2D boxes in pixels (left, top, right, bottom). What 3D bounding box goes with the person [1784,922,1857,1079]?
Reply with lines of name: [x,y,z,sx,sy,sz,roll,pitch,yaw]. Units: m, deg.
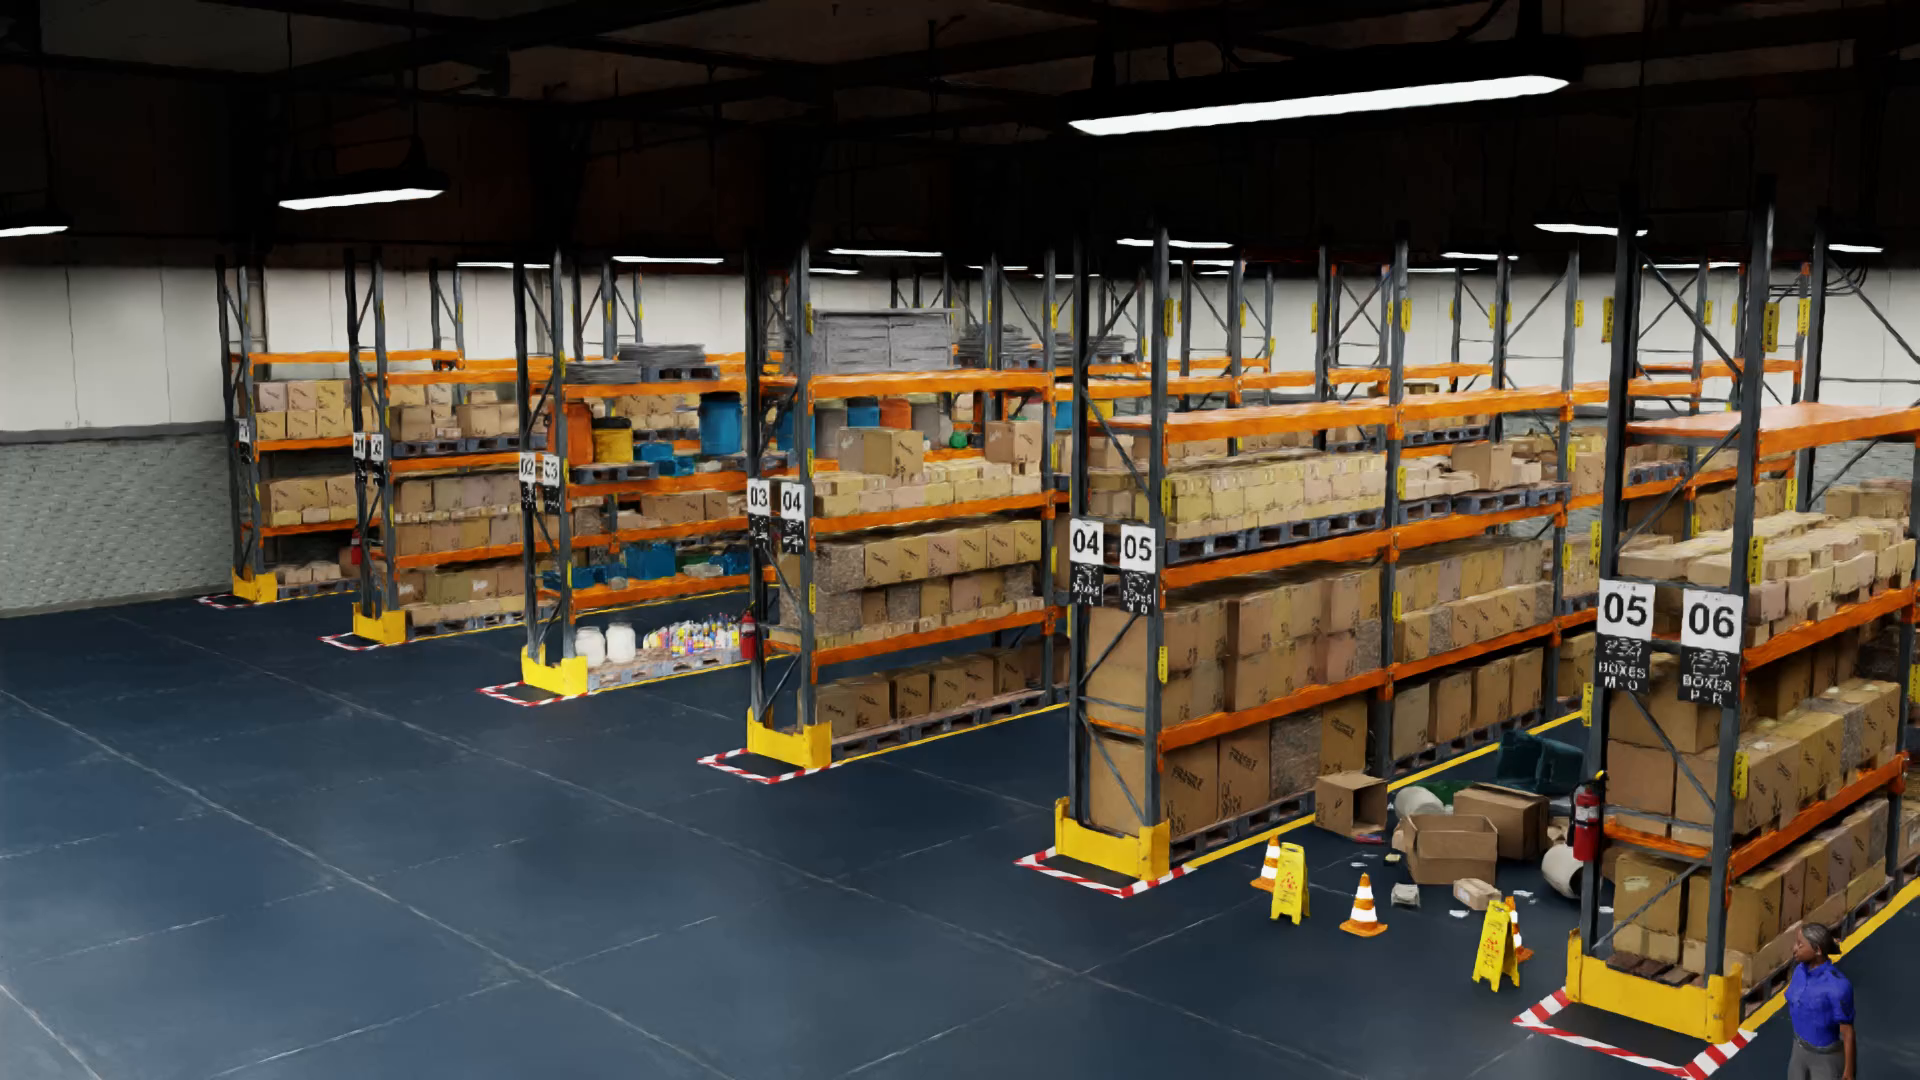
person: [5.056,3.013,9.600,0.509,1.645,0.513,-1,8,-9]

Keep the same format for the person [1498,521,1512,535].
person: [11.214,-0.507,34.228,0.465,1.684,0.583,1,8,9]
